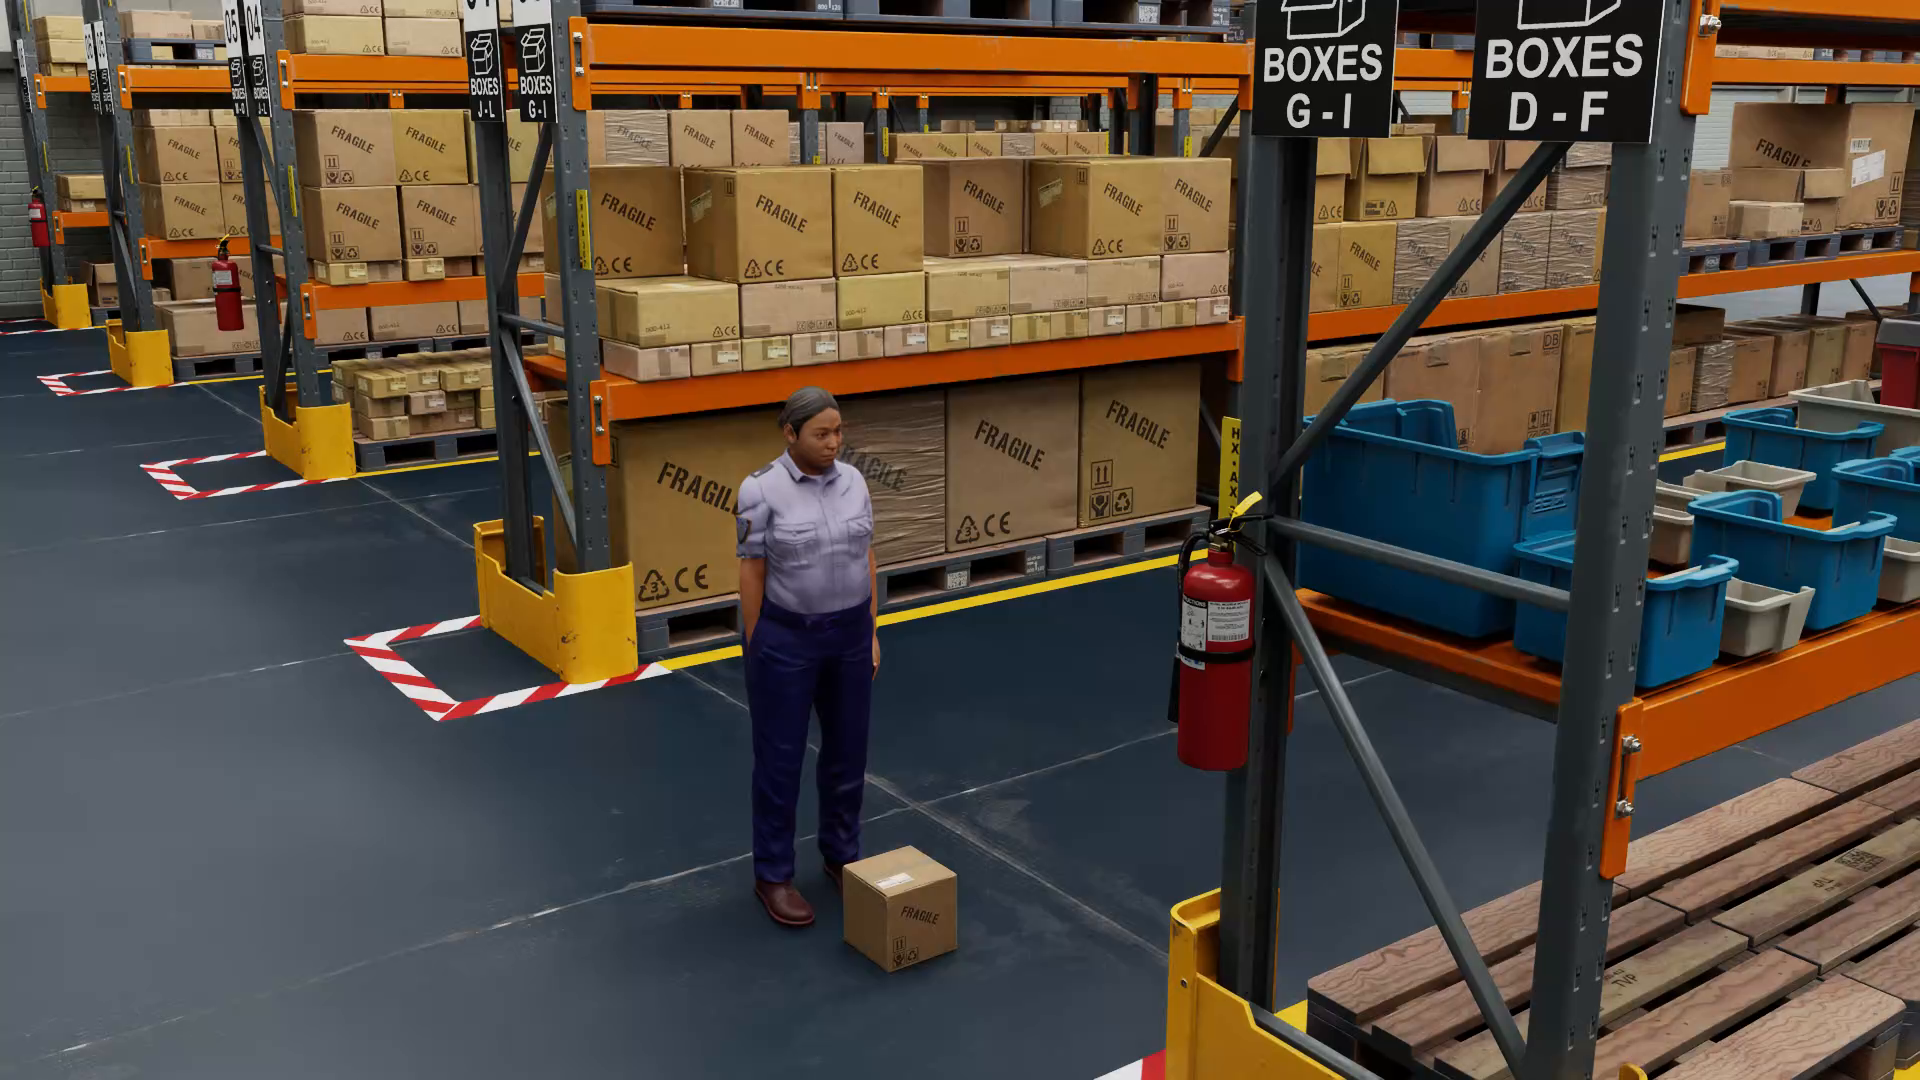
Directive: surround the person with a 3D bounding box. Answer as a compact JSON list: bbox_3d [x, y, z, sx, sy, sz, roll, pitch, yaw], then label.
[{"bbox_3d":[-0.444,0.342,5.214,0.479,1.661,0.382,-10,18,-34],"label":"person"}]
